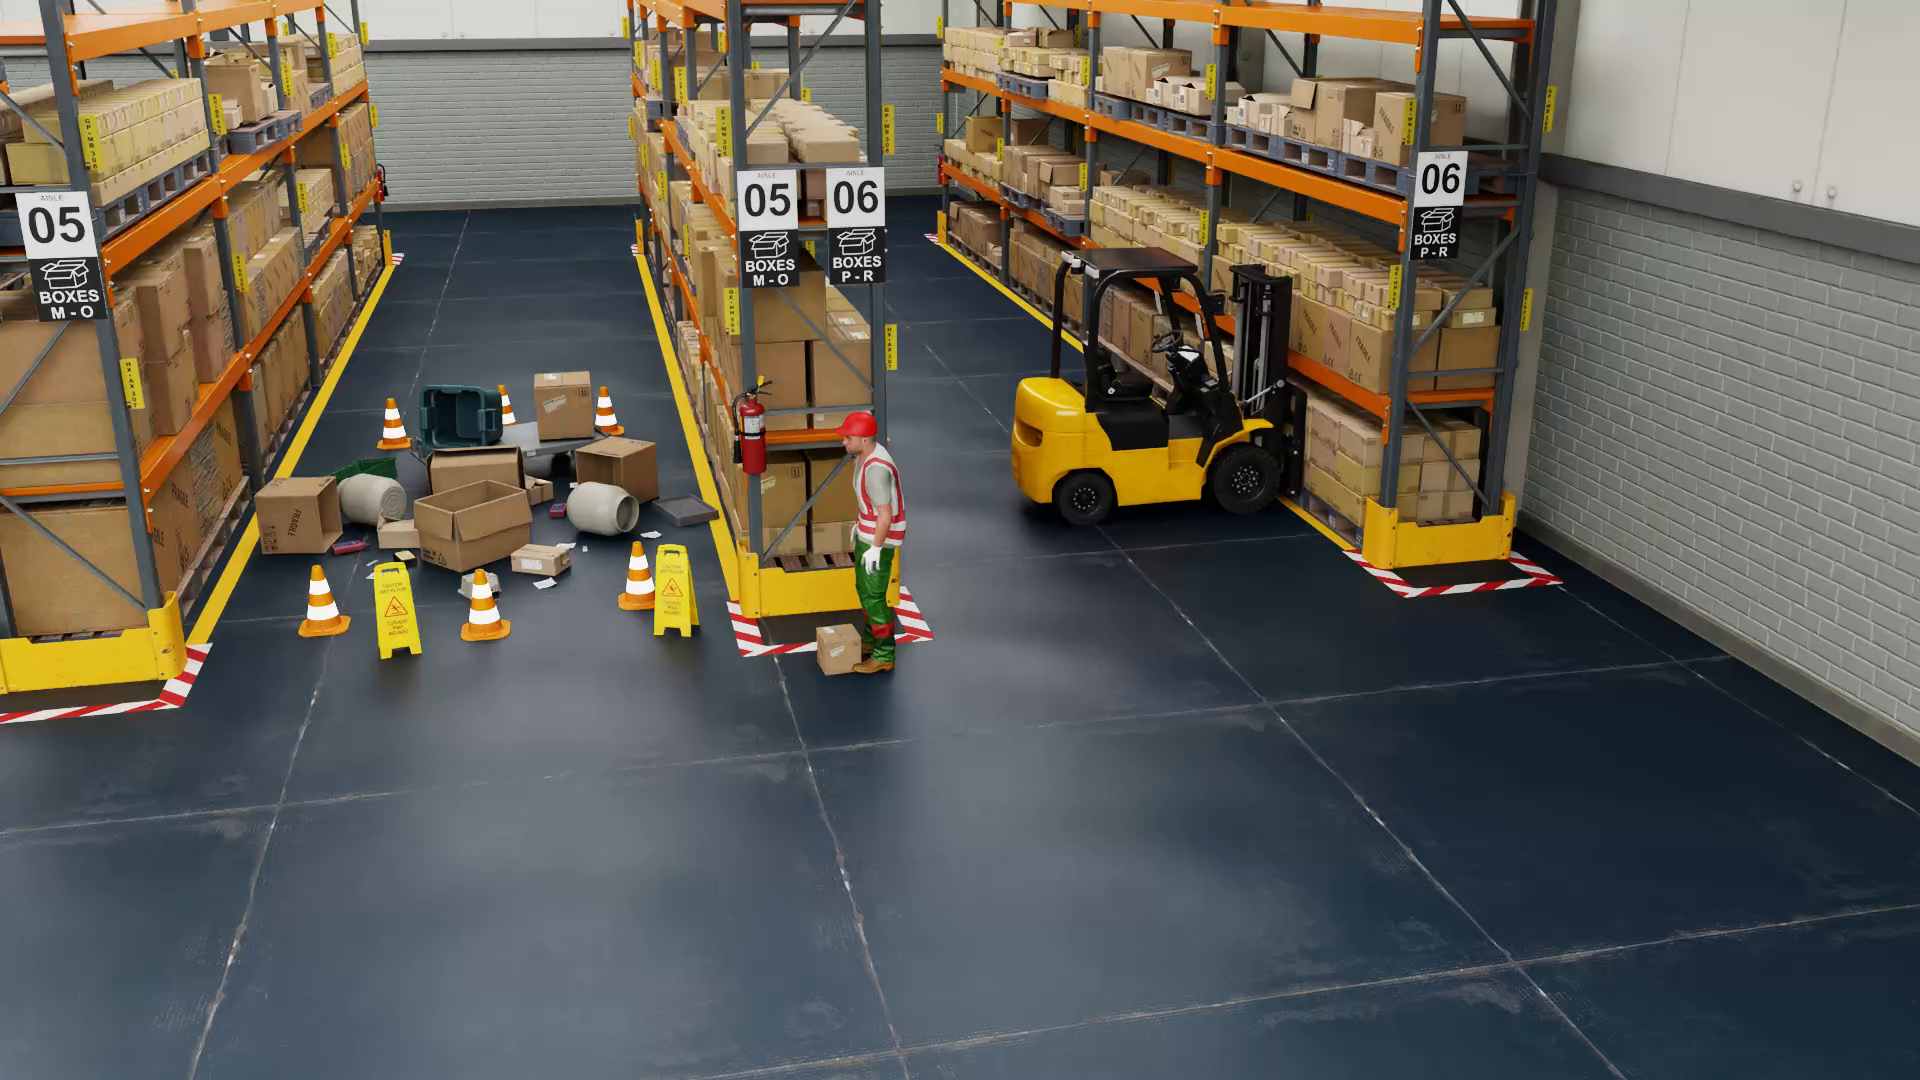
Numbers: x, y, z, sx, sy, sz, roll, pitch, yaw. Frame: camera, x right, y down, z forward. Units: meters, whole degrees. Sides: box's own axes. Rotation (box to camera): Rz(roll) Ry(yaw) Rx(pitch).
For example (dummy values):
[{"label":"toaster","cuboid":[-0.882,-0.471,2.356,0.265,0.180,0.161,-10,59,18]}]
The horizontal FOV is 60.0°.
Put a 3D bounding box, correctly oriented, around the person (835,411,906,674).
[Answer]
[{"label":"person","cuboid":[-0.596,0.001,11.044,0.449,1.779,0.609,-4,20,-12]}]
